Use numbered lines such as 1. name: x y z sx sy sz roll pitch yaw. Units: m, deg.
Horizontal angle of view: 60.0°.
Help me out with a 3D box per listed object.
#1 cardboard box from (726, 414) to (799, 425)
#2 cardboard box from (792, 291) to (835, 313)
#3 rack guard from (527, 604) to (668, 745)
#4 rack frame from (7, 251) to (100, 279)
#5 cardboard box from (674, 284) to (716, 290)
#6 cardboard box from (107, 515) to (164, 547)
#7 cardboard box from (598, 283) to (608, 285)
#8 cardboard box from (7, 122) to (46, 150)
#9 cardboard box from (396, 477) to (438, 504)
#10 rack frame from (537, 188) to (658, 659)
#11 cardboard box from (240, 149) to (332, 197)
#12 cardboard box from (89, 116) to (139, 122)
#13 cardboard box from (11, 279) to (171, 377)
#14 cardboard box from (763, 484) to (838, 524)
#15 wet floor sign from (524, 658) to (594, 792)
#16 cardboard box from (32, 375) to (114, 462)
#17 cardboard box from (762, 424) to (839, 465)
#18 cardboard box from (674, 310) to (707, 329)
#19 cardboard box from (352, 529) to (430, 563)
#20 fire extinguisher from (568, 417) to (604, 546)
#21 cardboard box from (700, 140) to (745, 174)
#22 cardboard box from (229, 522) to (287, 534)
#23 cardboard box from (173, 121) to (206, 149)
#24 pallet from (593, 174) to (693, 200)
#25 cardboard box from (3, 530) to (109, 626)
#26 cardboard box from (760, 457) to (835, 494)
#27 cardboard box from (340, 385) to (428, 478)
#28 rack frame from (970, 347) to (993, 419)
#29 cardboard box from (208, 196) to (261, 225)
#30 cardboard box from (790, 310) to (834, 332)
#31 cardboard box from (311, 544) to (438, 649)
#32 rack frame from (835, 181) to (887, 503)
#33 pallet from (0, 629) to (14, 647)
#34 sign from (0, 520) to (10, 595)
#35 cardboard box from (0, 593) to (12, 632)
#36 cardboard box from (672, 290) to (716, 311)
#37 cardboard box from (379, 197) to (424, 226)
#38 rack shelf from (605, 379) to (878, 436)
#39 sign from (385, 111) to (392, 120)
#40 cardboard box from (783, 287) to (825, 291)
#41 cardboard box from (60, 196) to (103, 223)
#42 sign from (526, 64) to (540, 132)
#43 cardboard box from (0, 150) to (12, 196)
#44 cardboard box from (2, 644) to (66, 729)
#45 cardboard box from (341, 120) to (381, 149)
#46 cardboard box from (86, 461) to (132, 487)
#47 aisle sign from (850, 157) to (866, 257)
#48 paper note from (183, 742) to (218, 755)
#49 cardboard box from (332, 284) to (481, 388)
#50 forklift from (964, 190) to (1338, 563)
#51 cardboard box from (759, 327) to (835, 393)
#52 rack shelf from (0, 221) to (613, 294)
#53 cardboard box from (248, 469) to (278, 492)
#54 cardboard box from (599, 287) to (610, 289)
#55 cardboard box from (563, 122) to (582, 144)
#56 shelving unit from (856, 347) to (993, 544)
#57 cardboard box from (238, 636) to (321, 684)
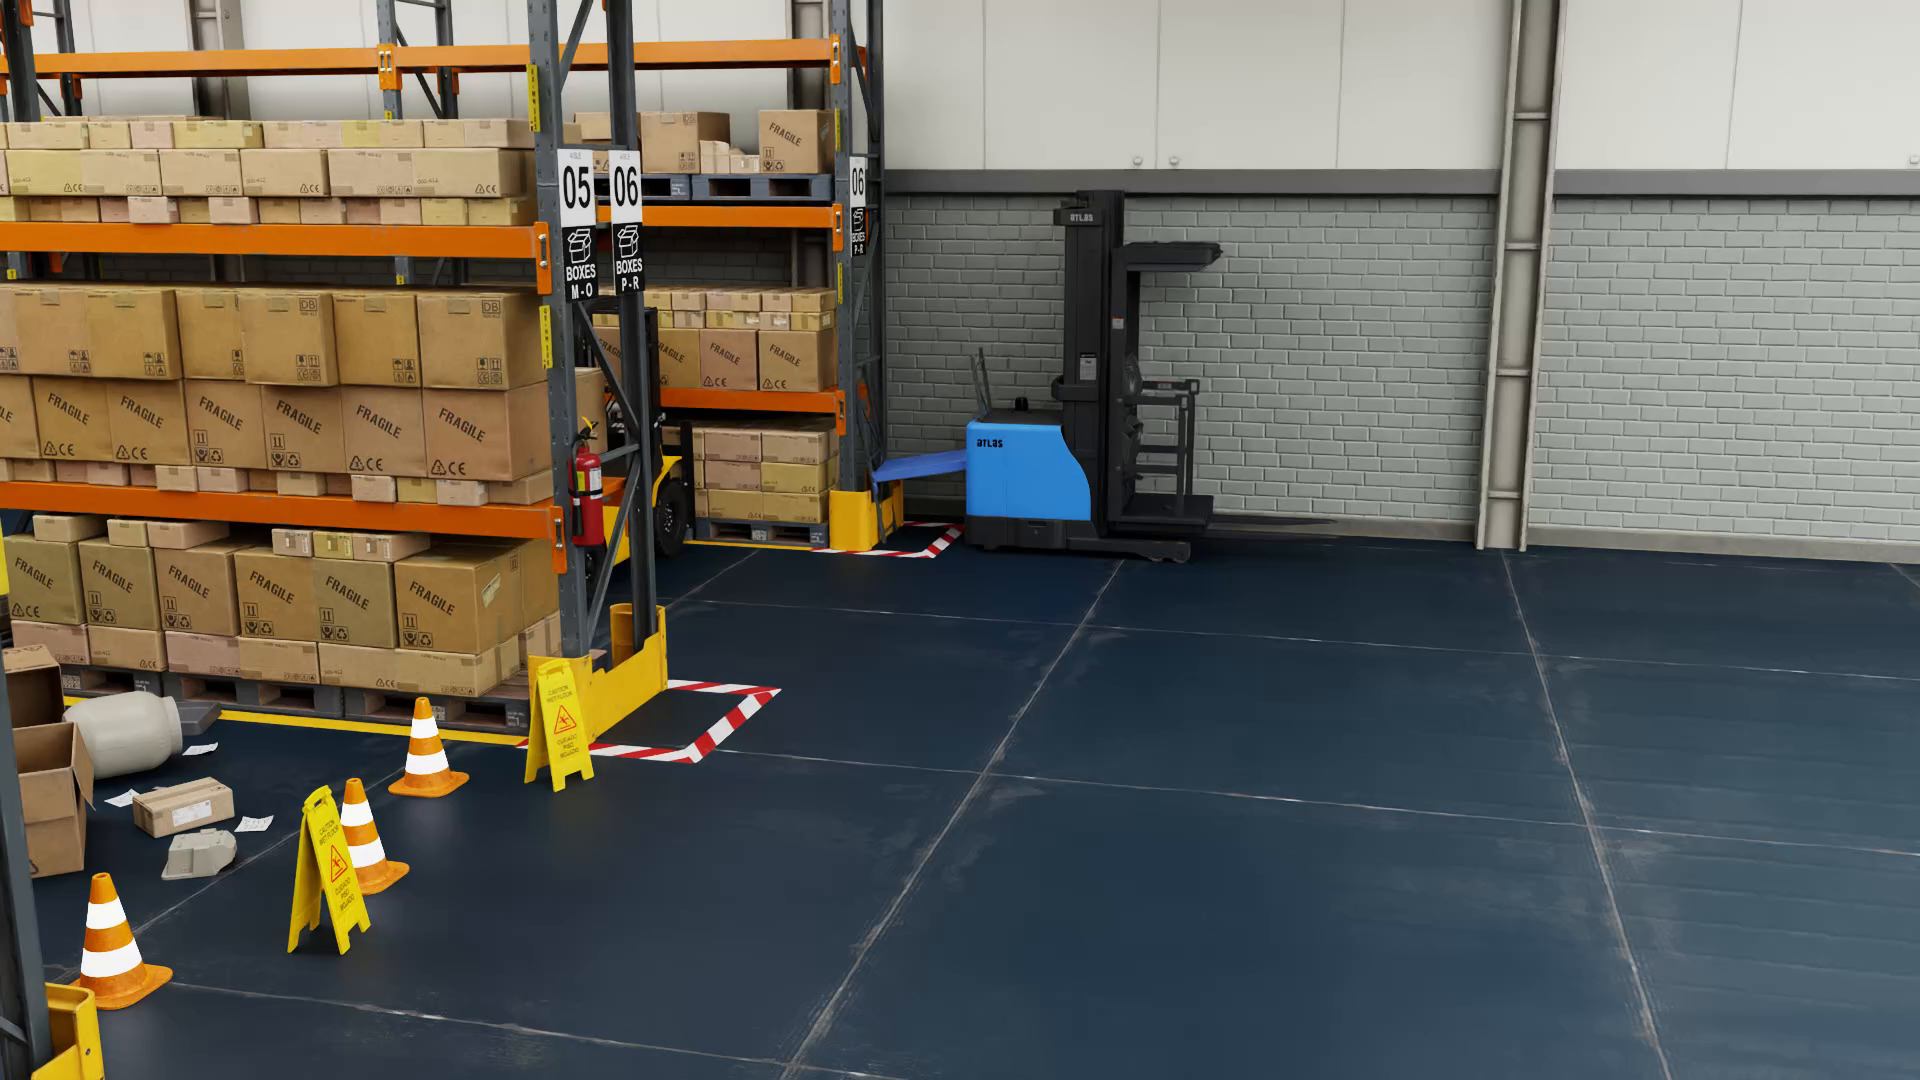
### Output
1. cardboard box: -1.728 -0.939 14.612 0.500 0.250 0.500 3 13 14
2. cardboard box: -1.219 -1.983 13.833 0.250 0.149 0.380 3 13 14
3. rack guard: -2.080 0.762 9.646 0.348 0.500 1.175 3 13 14
4. rack frame: -8.587 -1.914 15.934 0.127 3.000 1.000 3 13 14
5. cardboard box: -2.331 -2.162 14.637 0.250 0.149 0.380 3 13 12
6. cardboard box: -4.775 -0.075 9.795 0.250 0.149 0.380 4 13 16
7. cardboard box: -3.323 -2.214 14.871 0.250 0.149 0.380 3 13 13
8. cardboard box: -5.148 -2.285 9.422 0.250 0.149 0.380 3 13 12
9. cardboard box: -2.937 -0.314 9.303 0.250 0.149 0.380 3 13 13
10. rack frame: -2.006 -0.455 9.357 0.127 3.000 1.000 3 13 14
11. cardboard box: -3.560 -2.013 9.116 0.500 0.250 0.500 3 13 15
12. cardboard box: -7.429 -3.587 15.118 0.500 0.500 0.700 3 13 12
13. cardboard box: -5.024 -1.245 9.693 0.500 0.500 0.700 3 13 14
14. cardboard box: -1.352 -0.319 14.125 0.500 0.250 0.500 3 13 14
15. wet floor sign: -2.078 0.930 8.553 0.232 0.644 0.267 8 15 33
16. cardboard box: -5.036 -0.754 9.787 0.500 0.500 0.500 3 13 13
17. cardboard box: -1.342 -0.808 14.019 0.500 0.250 0.500 4 13 15
18. cardboard box: -2.225 -1.876 14.034 0.250 0.149 0.380 3 13 12
19. cardboard box: -3.219 0.008 9.420 0.250 0.149 0.380 3 13 15
20. fire extinguisher: -2.005 -0.314 8.902 0.183 0.674 0.296 3 13 14
21. cardboard box: -1.944 -3.143 13.661 0.258 0.266 0.396 3 13 14
22. cardboard box: -4.261 0.136 10.344 0.500 0.500 0.500 4 13 17
23. cardboard box: -4.133 -2.245 9.240 0.250 0.149 0.380 3 13 15
24. pallet: -2.689 -3.025 14.221 1.213 0.211 1.003 3 13 14
25. cardboard box: -5.381 0.197 10.070 0.500 0.500 0.500 4 13 16
26. cardboard box: -1.368 -0.565 14.078 0.500 0.250 0.500 3 13 13
27. cardboard box: -3.084 -0.646 9.301 0.500 0.500 0.500 3 13 14
28. rack frame: 0.261 -0.845 13.969 0.032 1.500 0.500 -7 14 11
29. cardboard box: -3.921 -1.826 9.195 0.250 0.149 0.380 3 13 13
30. cardboard box: -1.224 -1.823 13.797 0.250 0.149 0.380 3 13 14
31. cardboard box: -3.354 0.304 9.587 0.500 0.500 0.500 4 13 16
32. rack frame: -0.820 -1.499 14.063 0.127 3.000 1.000 3 13 14
33. pallet: -6.646 0.659 10.775 1.213 0.211 1.003 3 13 14
34. sign: -2.955 0.014 5.064 0.005 0.325 0.100 3 13 14
35. cardboard box: -6.399 0.389 10.652 0.625 0.372 0.950 3 13 14
36. cardboard box: -2.230 -2.016 13.982 0.250 0.149 0.380 3 13 15
37. cardboard box: -2.919 -1.783 8.999 0.250 0.149 0.380 3 13 15
38. rack shelf: -2.762 -1.251 14.608 4.000 0.370 1.077 3 13 14
39. sign: -4.825 -3.462 14.067 0.005 0.325 0.100 3 13 14
40. cardboard box: -1.339 -2.099 14.352 0.250 0.149 0.380 4 13 15
41. cardboard box: -4.904 -1.900 9.526 0.250 0.149 0.380 3 13 15
42. sign: -2.159 -2.235 8.415 0.005 0.325 0.100 3 13 14
43. cardboard box: -5.528 -2.118 9.589 0.500 0.250 0.500 3 13 12
44. cardboard box: -5.175 0.899 9.023 0.500 0.500 0.500 -9 15 -35
45. cardboard box: -3.132 -2.196 9.019 0.250 0.149 0.380 3 13 14
46. cardboard box: -4.906 -0.426 9.808 0.250 0.149 0.380 3 13 15
47. aisle sign: -0.827 -2.702 13.487 0.004 0.787 0.394 3 13 14
48. paper note: -4.133 1.134 9.050 0.148 0.019 0.142 -1 13 -6
49. cardboard box: -3.044 -1.145 9.244 0.500 0.500 0.700 3 13 14
50. forklift: 1.607 -1.372 13.653 3.031 2.935 1.130 3 13 12
51. cardboard box: -1.361 -1.518 13.918 0.500 0.500 0.500 3 13 12
52. rack shelf: -3.948 -1.671 9.578 4.000 0.370 1.077 3 13 14
53. cardboard box: -3.900 -0.390 9.645 0.250 0.149 0.380 3 13 14
54. cardboard box: -3.196 -2.088 14.303 0.250 0.149 0.380 3 13 13
55. cardboard box: -2.302 -2.247 9.249 0.250 0.149 0.380 3 13 13
56. shelving unit: -0.233 -0.782 14.069 1.048 1.500 0.538 -7 14 11
57. cardboard box: -3.866 0.643 9.789 0.500 0.250 0.500 3 13 12
